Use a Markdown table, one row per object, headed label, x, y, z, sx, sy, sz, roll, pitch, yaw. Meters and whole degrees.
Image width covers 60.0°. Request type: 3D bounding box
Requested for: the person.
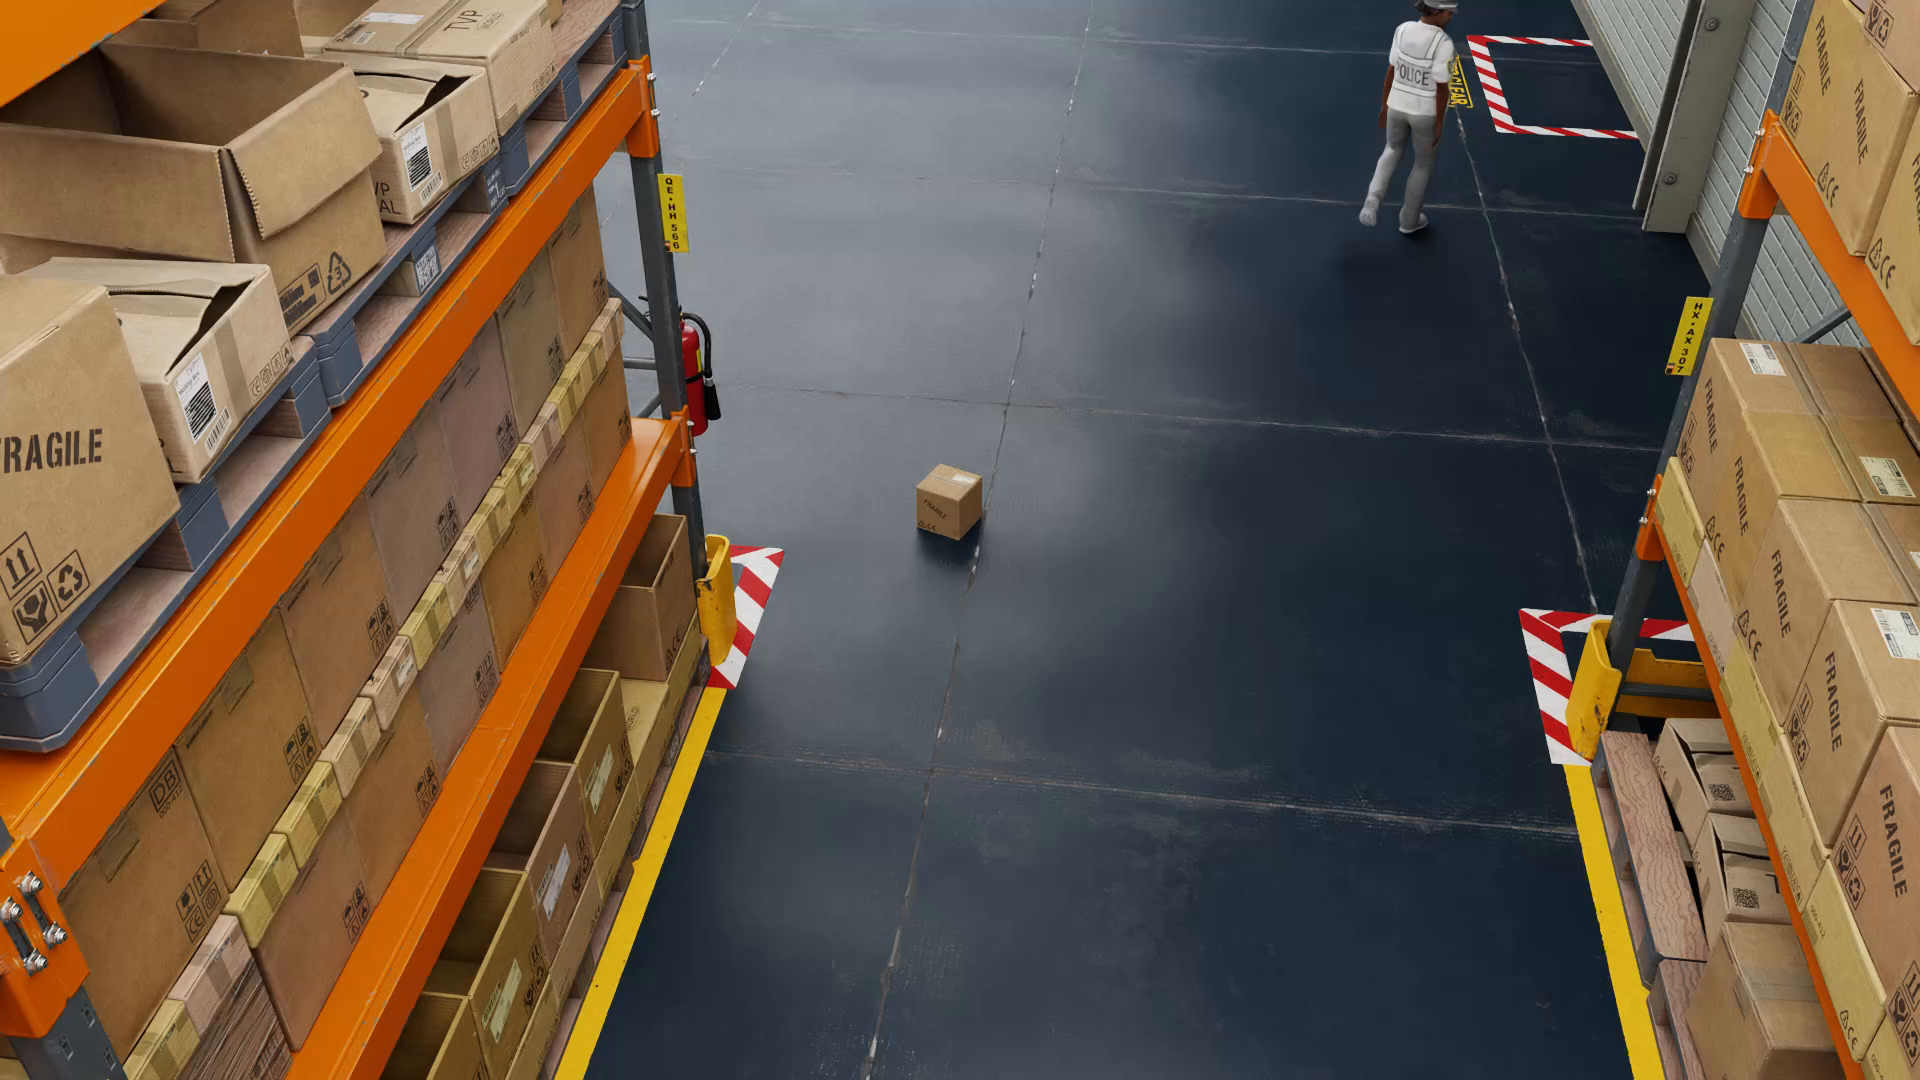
| label | x | y | z | sx | sy | sz | roll | pitch | yaw |
| --- | --- | --- | --- | --- | --- | --- | --- | --- | --- |
| person | 2.940 | -2.756 | 10.760 | 0.469 | 1.656 | 0.555 | 30 | 46 | 34 |
